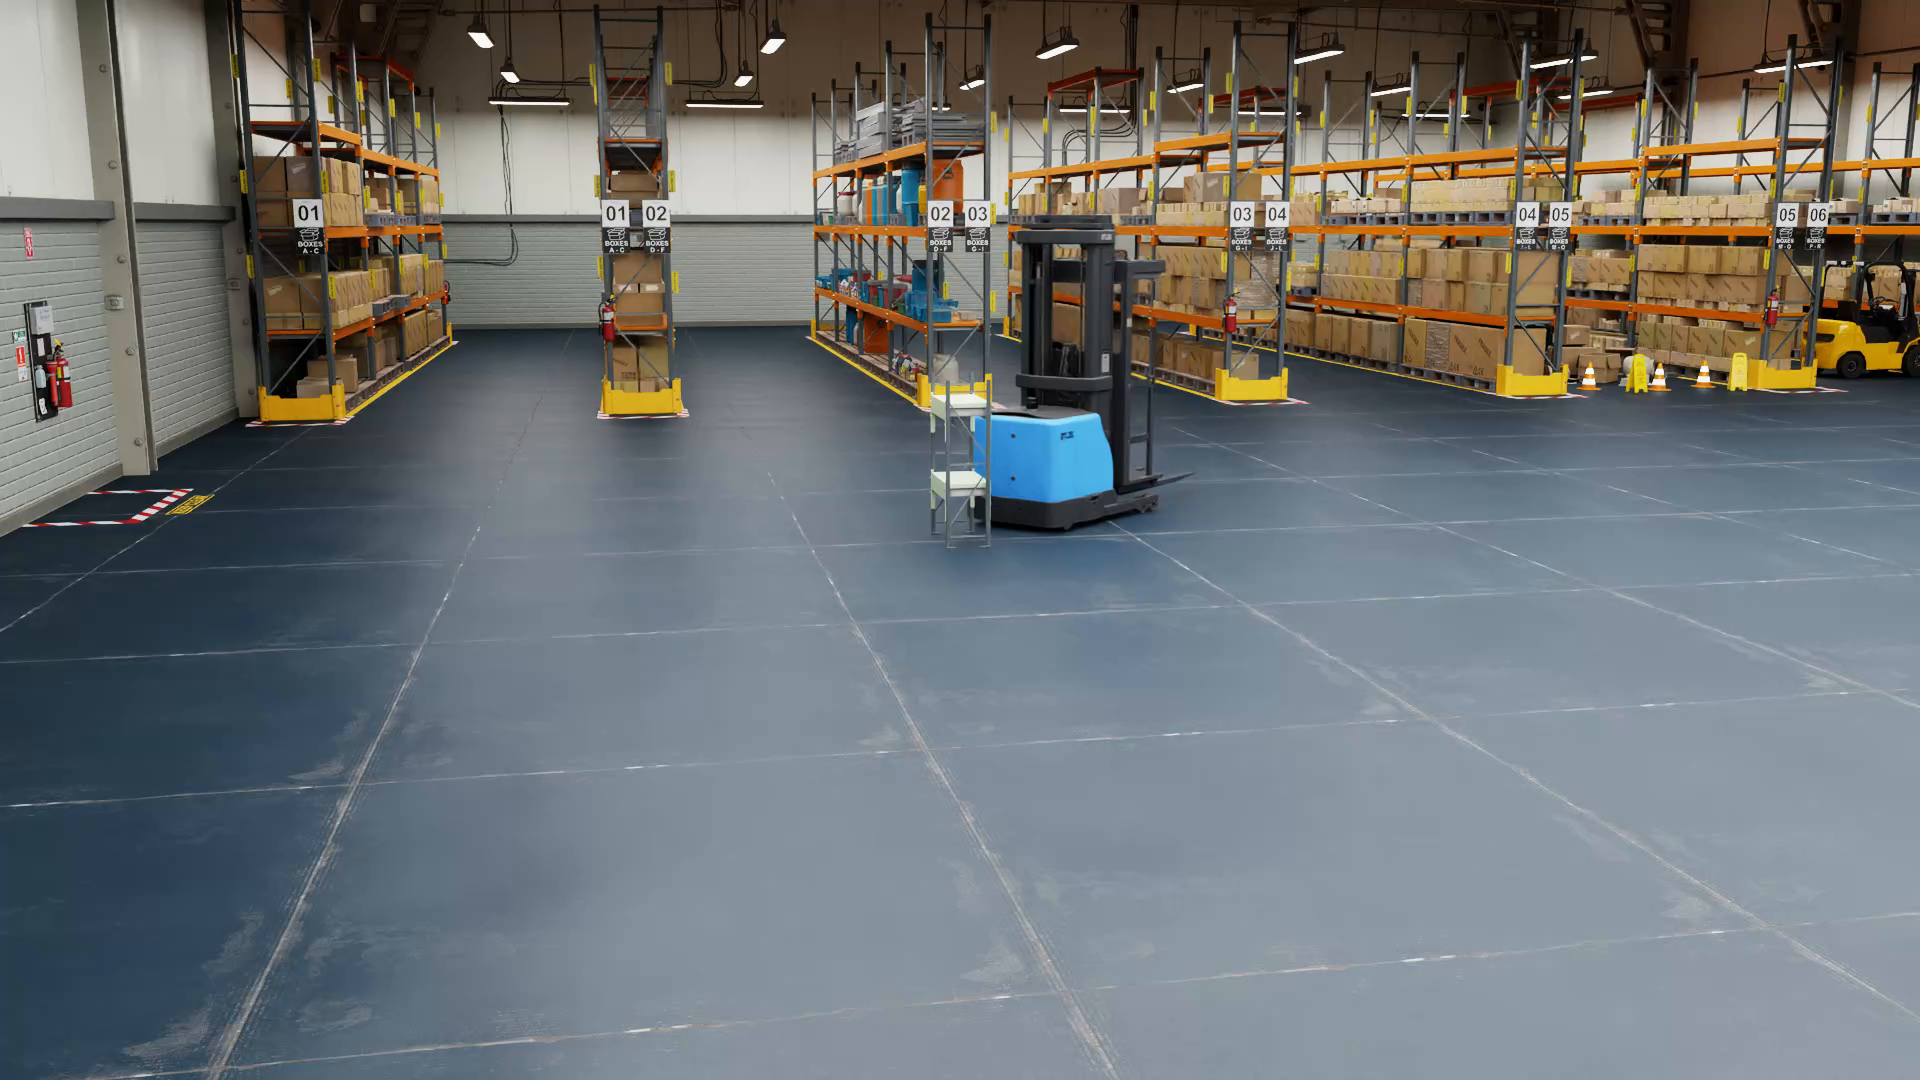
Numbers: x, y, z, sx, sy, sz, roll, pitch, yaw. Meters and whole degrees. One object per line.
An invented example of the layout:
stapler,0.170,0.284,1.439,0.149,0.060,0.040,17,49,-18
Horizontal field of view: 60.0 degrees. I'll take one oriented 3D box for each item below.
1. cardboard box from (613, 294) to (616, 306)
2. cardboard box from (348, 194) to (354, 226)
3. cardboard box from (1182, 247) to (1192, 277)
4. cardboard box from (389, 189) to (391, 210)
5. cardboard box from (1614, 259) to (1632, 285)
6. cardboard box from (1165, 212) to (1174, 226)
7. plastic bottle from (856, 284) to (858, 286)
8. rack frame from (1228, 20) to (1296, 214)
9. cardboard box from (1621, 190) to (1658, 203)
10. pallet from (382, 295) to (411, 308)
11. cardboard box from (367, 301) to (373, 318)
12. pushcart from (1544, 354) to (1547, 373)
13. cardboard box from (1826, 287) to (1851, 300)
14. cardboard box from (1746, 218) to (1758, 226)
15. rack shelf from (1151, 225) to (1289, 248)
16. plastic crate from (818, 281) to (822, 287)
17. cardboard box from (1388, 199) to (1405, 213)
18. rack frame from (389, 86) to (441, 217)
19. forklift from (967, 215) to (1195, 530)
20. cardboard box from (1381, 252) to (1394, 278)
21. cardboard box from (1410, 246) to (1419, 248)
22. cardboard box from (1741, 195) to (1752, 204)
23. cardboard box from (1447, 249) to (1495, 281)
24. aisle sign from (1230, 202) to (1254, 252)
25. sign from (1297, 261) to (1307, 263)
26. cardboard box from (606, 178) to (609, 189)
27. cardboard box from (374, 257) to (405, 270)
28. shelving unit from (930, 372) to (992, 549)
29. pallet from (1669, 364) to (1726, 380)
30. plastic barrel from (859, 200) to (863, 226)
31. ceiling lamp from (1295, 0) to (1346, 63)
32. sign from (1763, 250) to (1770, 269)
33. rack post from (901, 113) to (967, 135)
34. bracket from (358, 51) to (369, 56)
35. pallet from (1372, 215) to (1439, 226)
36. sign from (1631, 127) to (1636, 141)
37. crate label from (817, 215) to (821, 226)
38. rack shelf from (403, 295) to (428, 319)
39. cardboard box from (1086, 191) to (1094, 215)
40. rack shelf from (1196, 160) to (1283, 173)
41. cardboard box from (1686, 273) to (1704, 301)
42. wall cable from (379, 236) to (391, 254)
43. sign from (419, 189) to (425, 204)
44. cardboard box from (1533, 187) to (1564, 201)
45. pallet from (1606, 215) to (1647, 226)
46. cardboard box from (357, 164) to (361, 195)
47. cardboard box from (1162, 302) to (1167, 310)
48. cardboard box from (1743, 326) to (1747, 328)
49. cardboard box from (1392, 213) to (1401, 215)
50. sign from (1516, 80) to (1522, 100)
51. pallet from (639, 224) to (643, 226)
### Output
cardboard box,-6.456,-4.694,32.128,0.500,0.311,0.500,-2,11,-12
cardboard box,-9.949,-5.250,26.466,0.500,0.500,0.500,-3,11,-13
cardboard box,4.197,-4.855,28.997,0.500,0.500,0.500,-2,11,-11
cardboard box,-11.699,-6.751,33.230,0.700,0.500,0.500,-2,11,-8
cardboard box,13.461,-5.373,33.271,0.500,0.500,0.500,-2,11,-12
cardboard box,4.000,-5.746,29.795,0.500,0.250,0.500,-2,11,-12
plastic bottle,-2.195,-5.338,35.587,0.061,0.283,0.133,-2,11,-11
rack frame,4.833,-6.748,26.638,1.000,3.000,0.127,-2,11,-11
cardboard box,13.539,-6.849,33.128,0.500,0.250,0.500,-2,11,-10
pallet,-11.056,-4.507,31.420,1.213,0.211,1.003,-2,11,-11
cardboard box,-10.131,-3.855,27.827,0.500,0.250,0.500,-2,11,-11
pushcart,11.549,-3.515,32.708,1.648,0.377,0.936,-6,13,-31
cardboard box,18.290,-5.086,34.348,0.500,0.250,0.500,-2,11,-10
cardboard box,14.130,-5.611,29.359,0.380,0.149,0.250,-2,11,-11
rack shelf,4.444,-5.288,28.913,1.077,0.370,4.000,-2,11,-11
plastic crate,-3.299,-6.212,40.410,0.250,0.136,0.298,-2,11,-11
cardboard box,8.646,-6.476,32.238,0.500,0.250,0.500,-2,11,-10
rack frame,-12.855,-9.142,39.216,1.000,3.000,0.127,-2,11,-11
forklift,1.352,-1.756,16.636,1.130,2.935,3.031,8,13,36
cardboard box,8.736,-5.422,32.773,0.700,0.500,0.500,-2,11,-12
cardboard box,11.659,-7.166,41.934,0.500,0.500,0.500,-2,11,-10
cardboard box,14.119,-6.050,29.528,0.380,0.149,0.250,-2,11,-12
cardboard box,9.280,-4.934,29.863,0.875,0.550,0.500,-2,11,-11
aisle sign,4.551,-5.056,26.838,0.394,0.787,0.004,-2,11,-11
sign,10.263,-8.272,49.963,0.327,0.218,0.001,-2,11,-11
cardboard box,-5.466,-5.668,27.210,0.797,0.503,0.637,-1,11,-5
cardboard box,-11.140,-5.399,32.474,0.500,0.250,0.500,-2,11,-10
shelving unit,0.001,-0.736,15.103,0.431,1.500,0.755,-2,11,-11
pallet,14.182,-3.179,31.389,1.003,0.211,1.213,-2,11,-11
plastic barrel,-1.821,-6.549,33.312,0.421,0.512,0.421,0,11,0
ceiling lamp,6.785,-10.425,30.343,0.800,3.185,2.000,-2,11,-11
sign,14.006,-4.869,28.867,0.100,0.325,0.005,-2,11,-11
rack post,-0.432,-6.885,27.559,0.937,0.300,0.954,-2,11,-12
bracket,-12.632,-10.211,35.202,0.235,0.232,0.430,-2,11,-11
pallet,8.714,-6.243,32.515,0.805,0.209,1.217,-3,11,-13
sign,16.553,-9.972,40.866,0.100,0.325,0.005,-2,11,-11
crate label,-3.274,-7.775,40.453,0.408,0.251,0.502,-2,11,-11
rack shelf,-11.688,-4.741,34.063,1.077,0.370,4.000,-2,11,-11
cardboard box,3.088,-7.108,35.152,0.797,0.503,0.637,-1,11,-8
rack shelf,6.995,-9.123,41.046,1.077,0.370,4.000,-2,11,-11
cardboard box,13.912,-4.724,30.983,0.500,0.500,0.500,-2,11,-10
wall cable,-14.032,-6.895,40.735,0.084,1.984,1.851,-2,11,-11
sign,-11.546,-7.365,35.677,0.100,0.325,0.005,-2,11,-11
cardboard box,9.876,-5.862,28.220,0.500,0.250,0.500,-2,11,-11
pallet,13.761,-6.394,33.299,1.213,0.211,1.003,-2,11,-11
cardboard box,-10.157,-5.936,27.398,0.500,0.500,0.500,-3,11,-16
cardboard box,3.914,-4.270,30.333,0.380,0.149,0.250,-2,11,-11
cardboard box,14.468,-3.736,31.081,0.500,0.500,0.500,-2,11,-10
cardboard box,11.428,-8.494,43.112,0.380,0.149,0.250,-2,11,-9
sign,9.183,-7.391,27.303,0.100,0.325,0.005,-2,11,-11
pallet,-6.000,-5.963,31.042,1.003,0.211,1.213,-2,11,-8
